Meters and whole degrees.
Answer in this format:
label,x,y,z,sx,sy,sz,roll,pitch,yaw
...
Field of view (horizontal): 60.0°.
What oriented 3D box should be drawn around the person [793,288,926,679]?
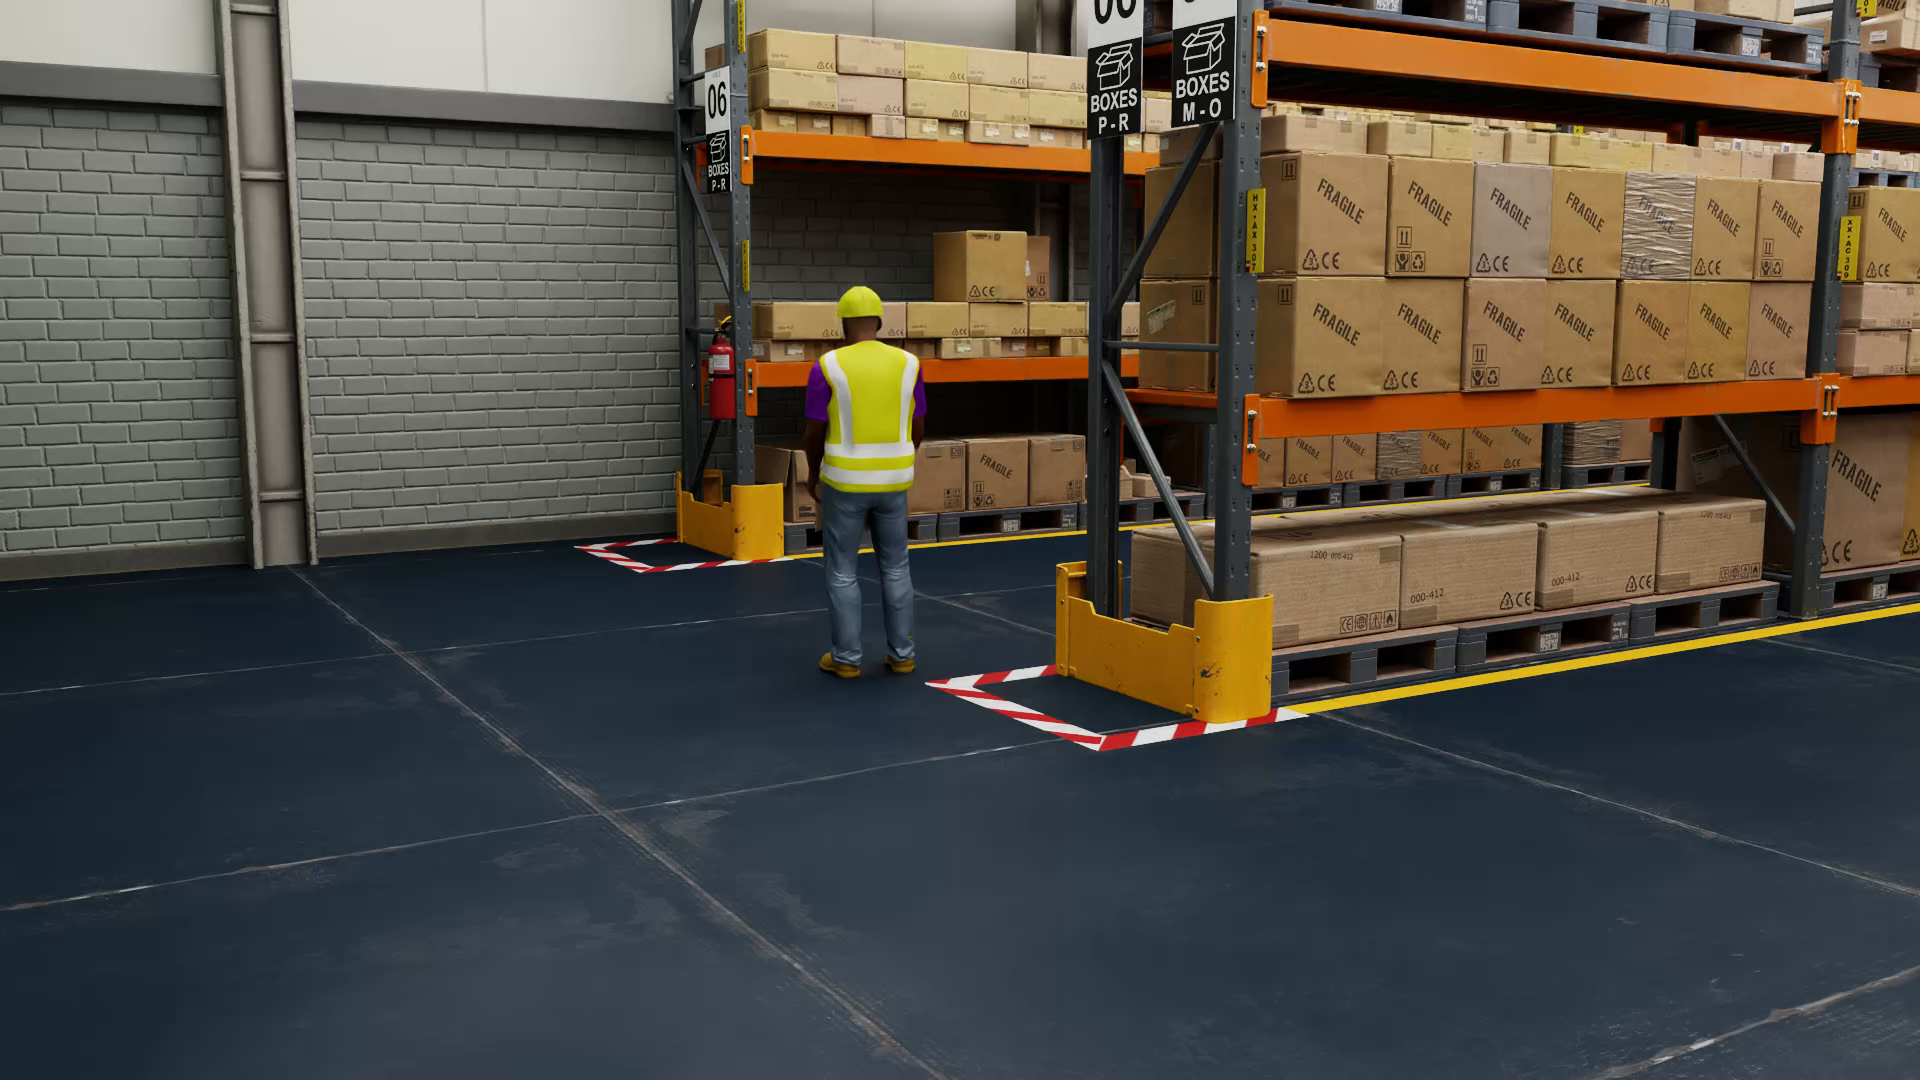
label,x,y,z,sx,sy,sz,roll,pitch,yaw
person,-0.458,-0.258,7.590,0.635,1.756,0.453,-3,9,-23
